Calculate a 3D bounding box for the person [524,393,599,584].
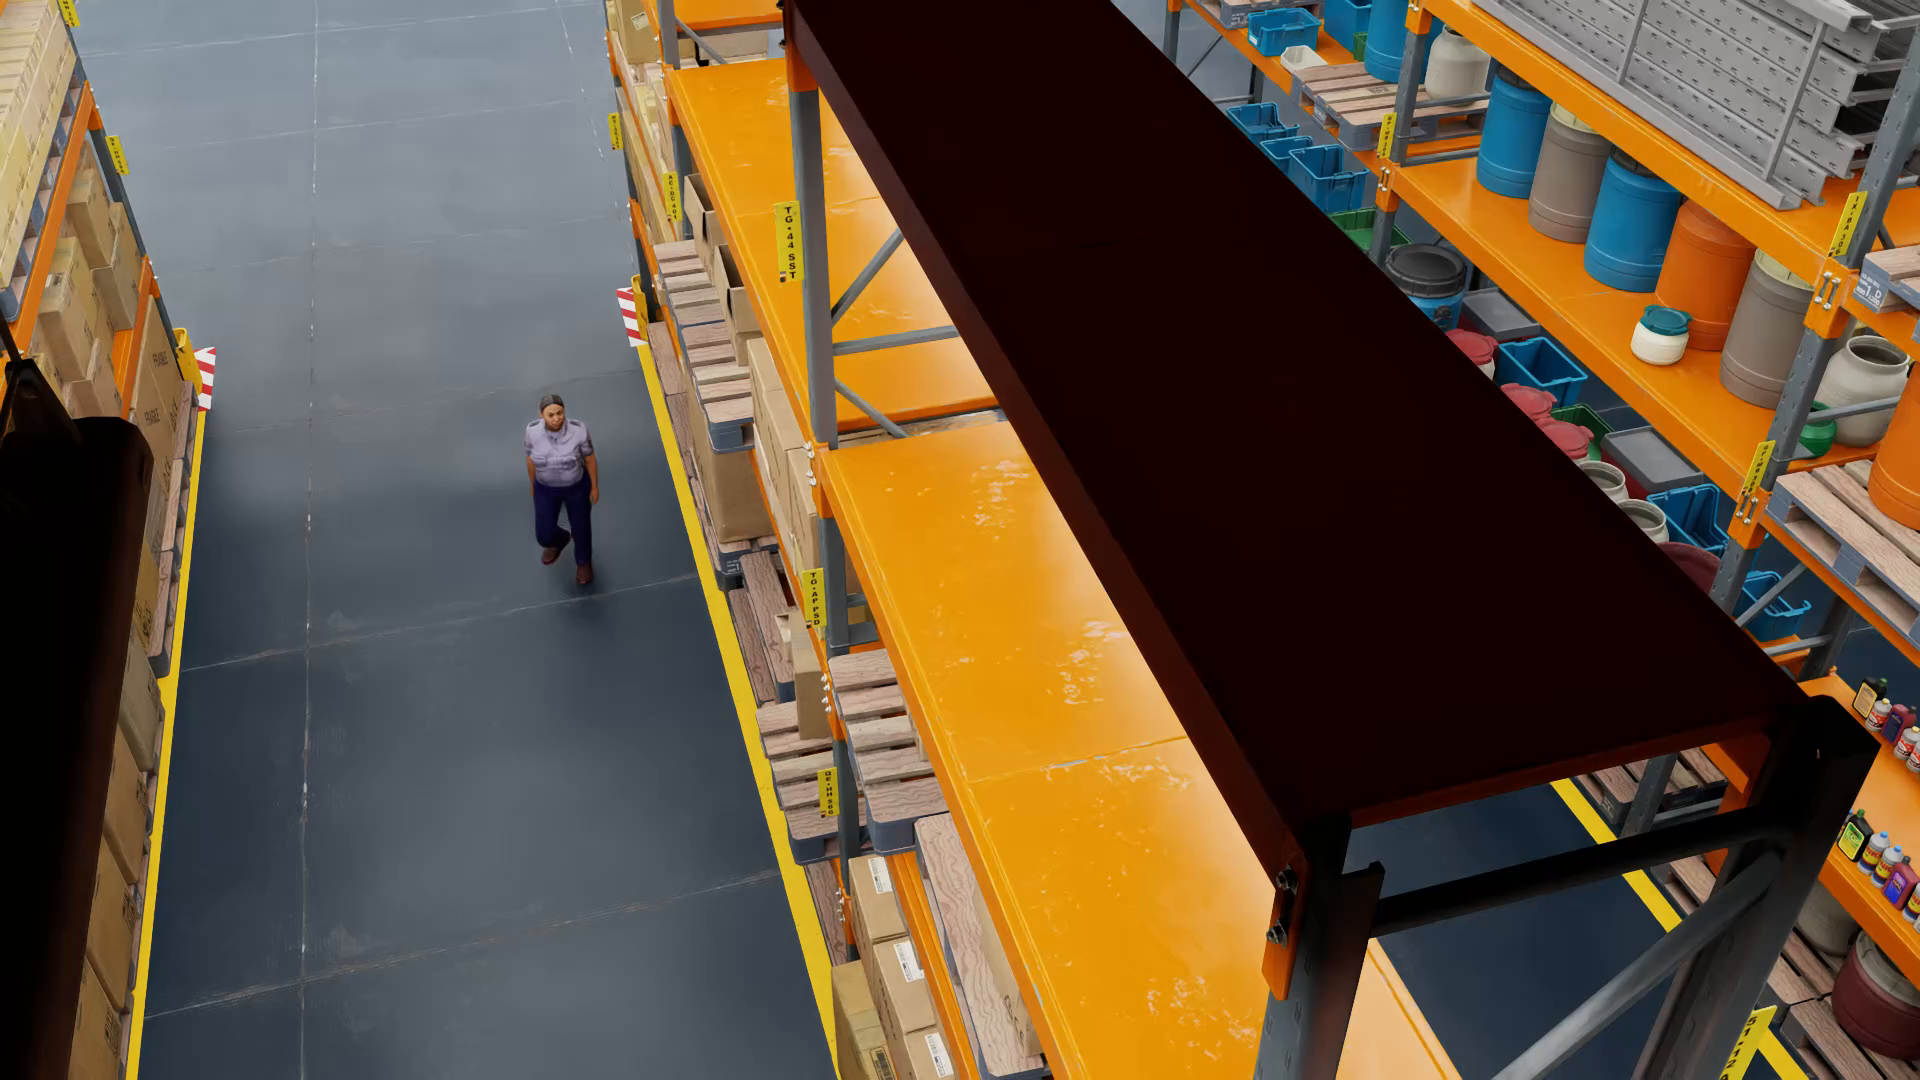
[{"bbox_3d":[-2.868,-0.391,12.008,0.545,1.627,0.477,-3,38,-4],"label":"person"}]
